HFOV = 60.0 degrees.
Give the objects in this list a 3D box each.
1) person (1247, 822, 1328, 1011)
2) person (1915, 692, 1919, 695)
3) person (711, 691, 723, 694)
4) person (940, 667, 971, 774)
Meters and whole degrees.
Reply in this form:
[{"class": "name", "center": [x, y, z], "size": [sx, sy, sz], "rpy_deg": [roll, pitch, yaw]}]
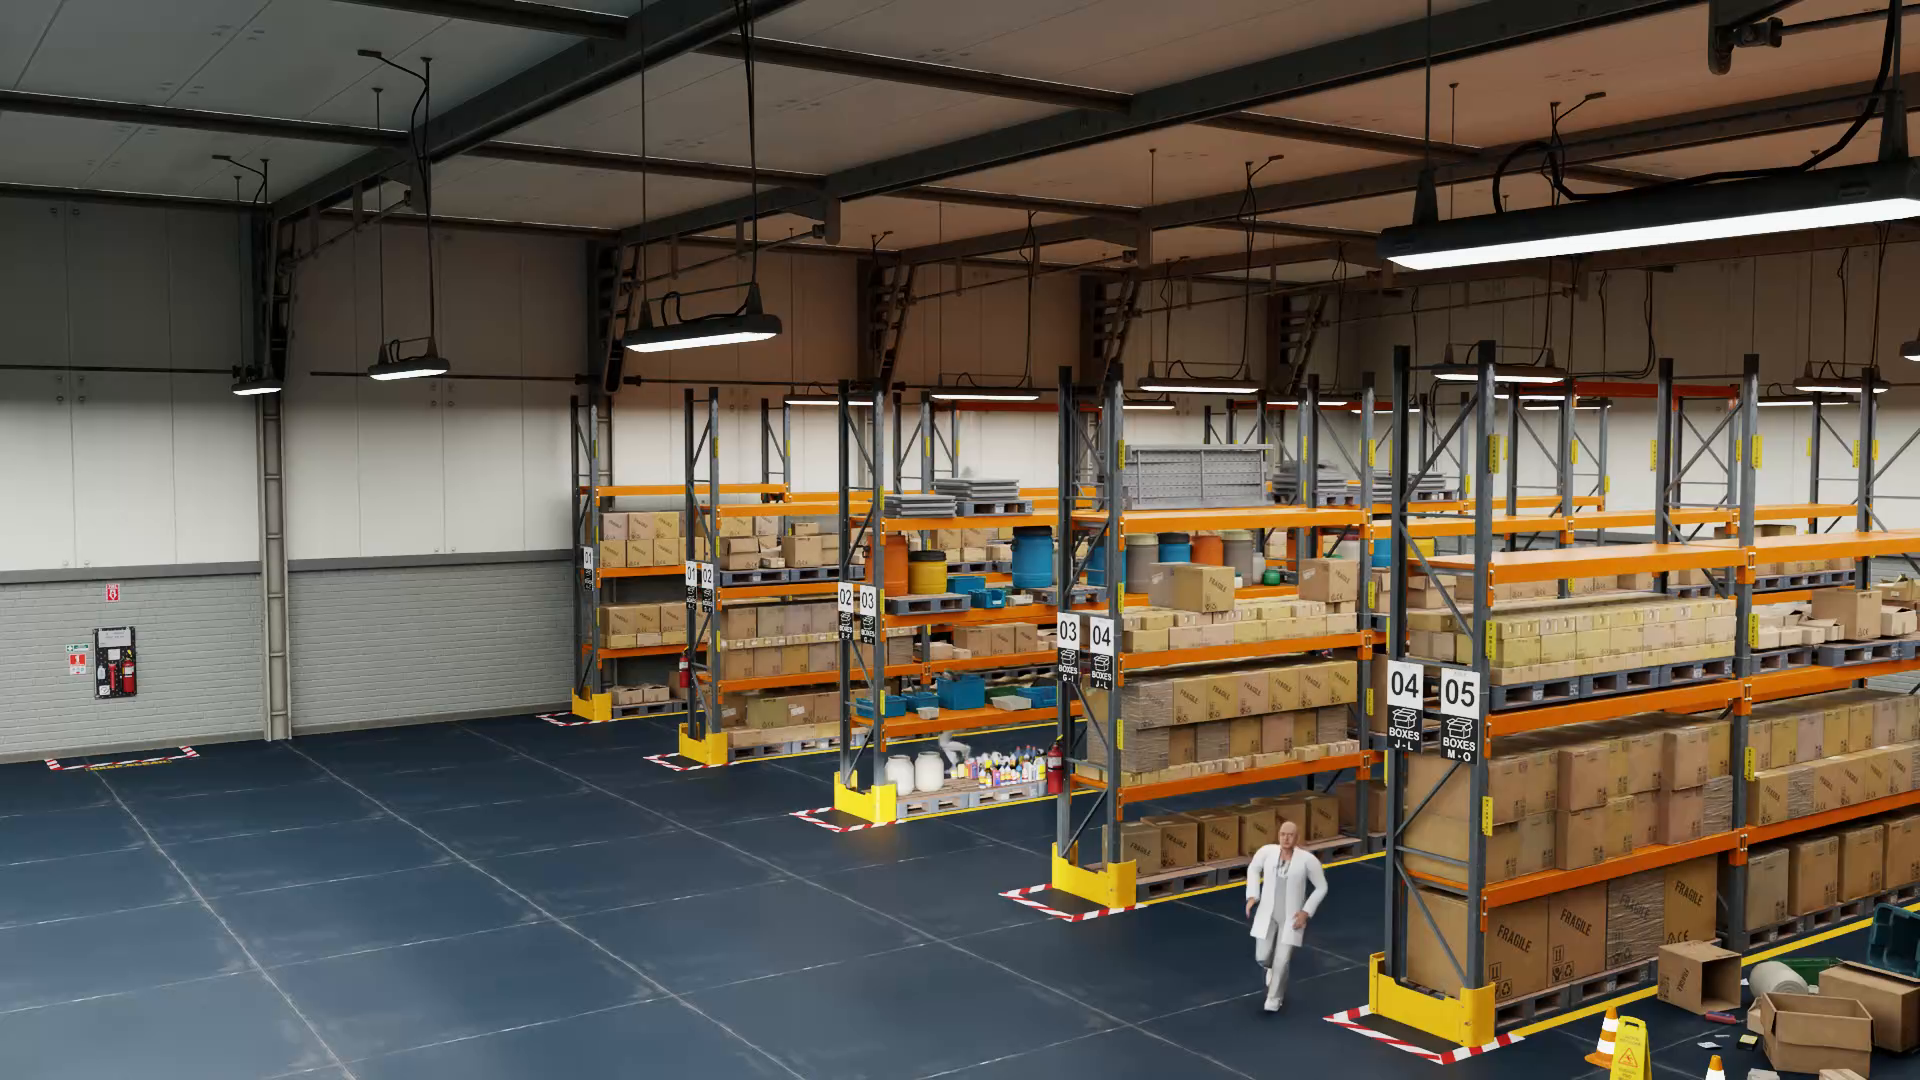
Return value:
[{"class": "person", "center": [2.974, 3.398, 15.142], "size": [0.758, 1.720, 0.639], "rpy_deg": [2, 4, 26]}, {"class": "person", "center": [13.347, 2.930, 23.001], "size": [0.858, 1.664, 0.599], "rpy_deg": [-2, 4, -27]}, {"class": "person", "center": [-4.221, 2.614, 29.650], "size": [0.553, 1.558, 0.534], "rpy_deg": [3, 4, 37]}, {"class": "person", "center": [-0.133, 2.799, 25.763], "size": [0.623, 1.666, 0.641], "rpy_deg": [-1, 4, -20]}]
